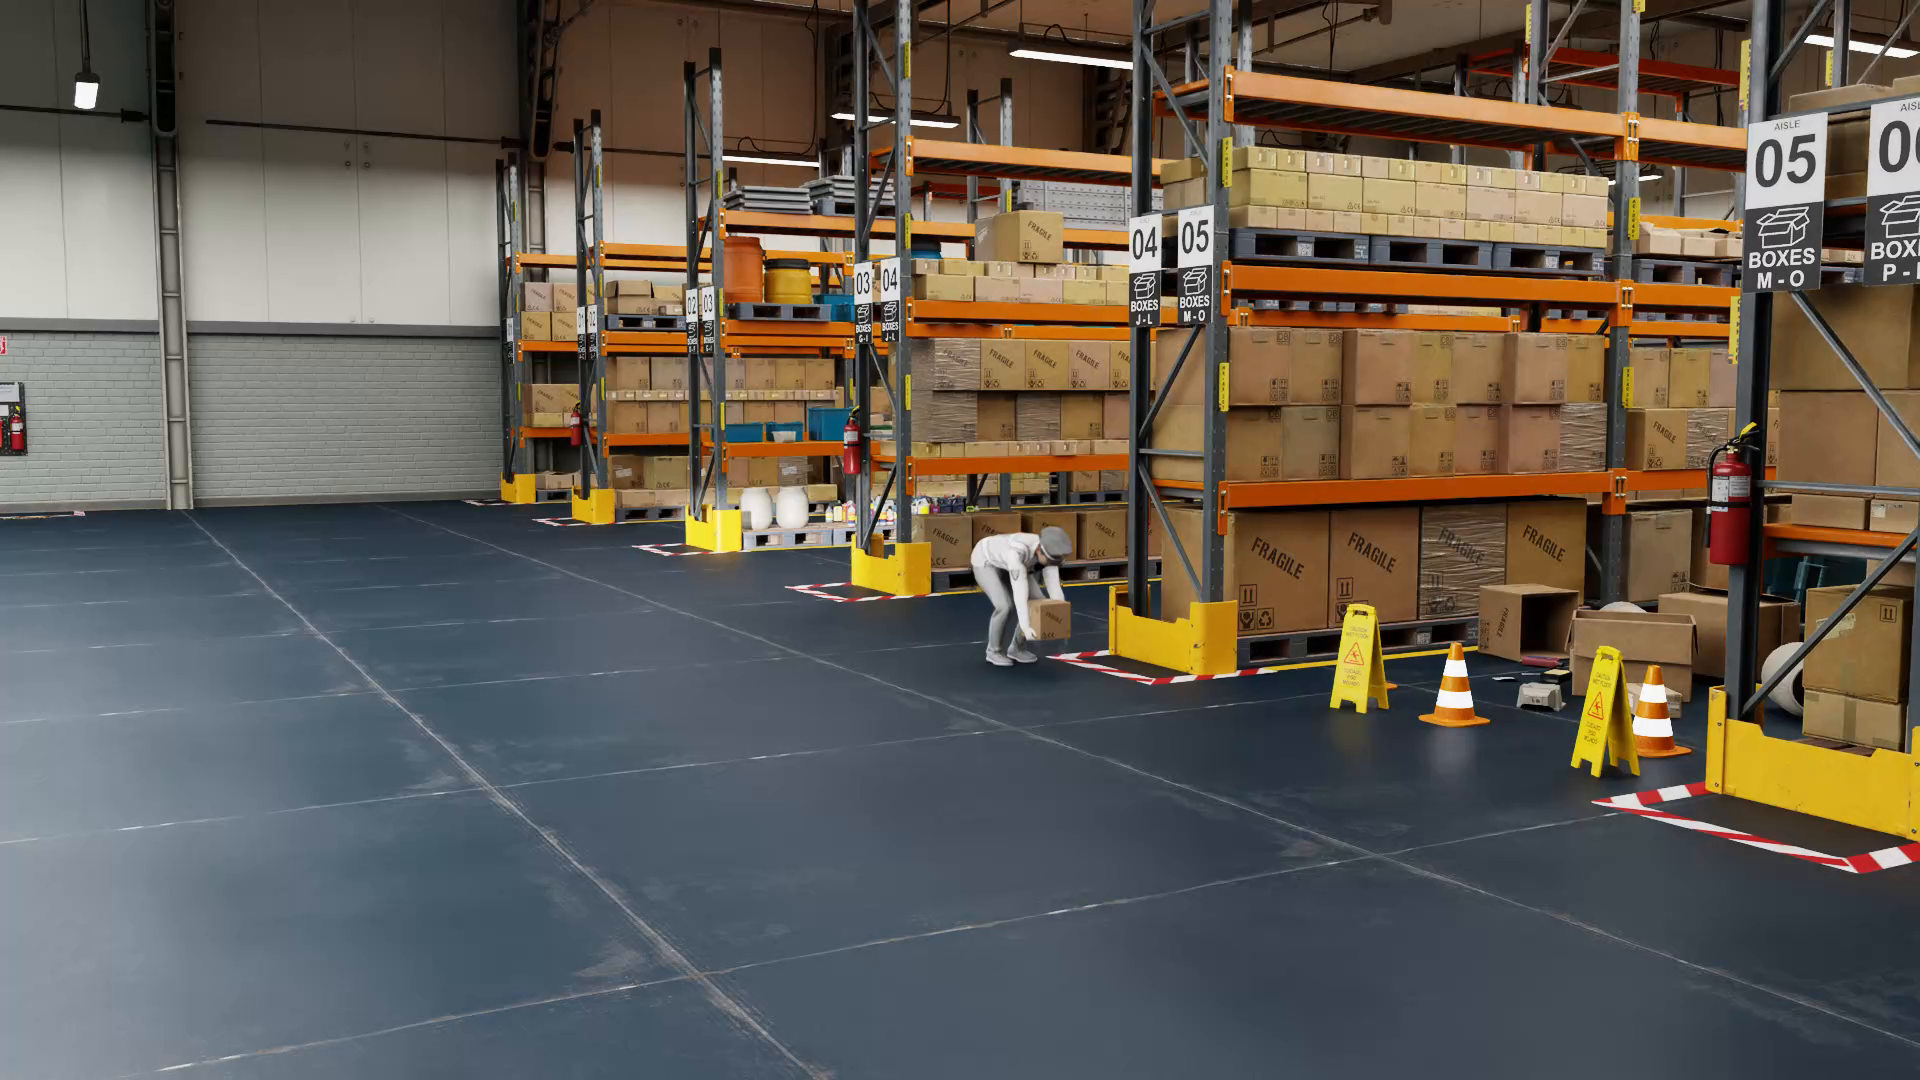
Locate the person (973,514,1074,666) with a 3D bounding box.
[{"bbox_3d":[0.457,0.348,11.774,0.442,1.104,0.919,-4,6,-35],"label":"person"}]
